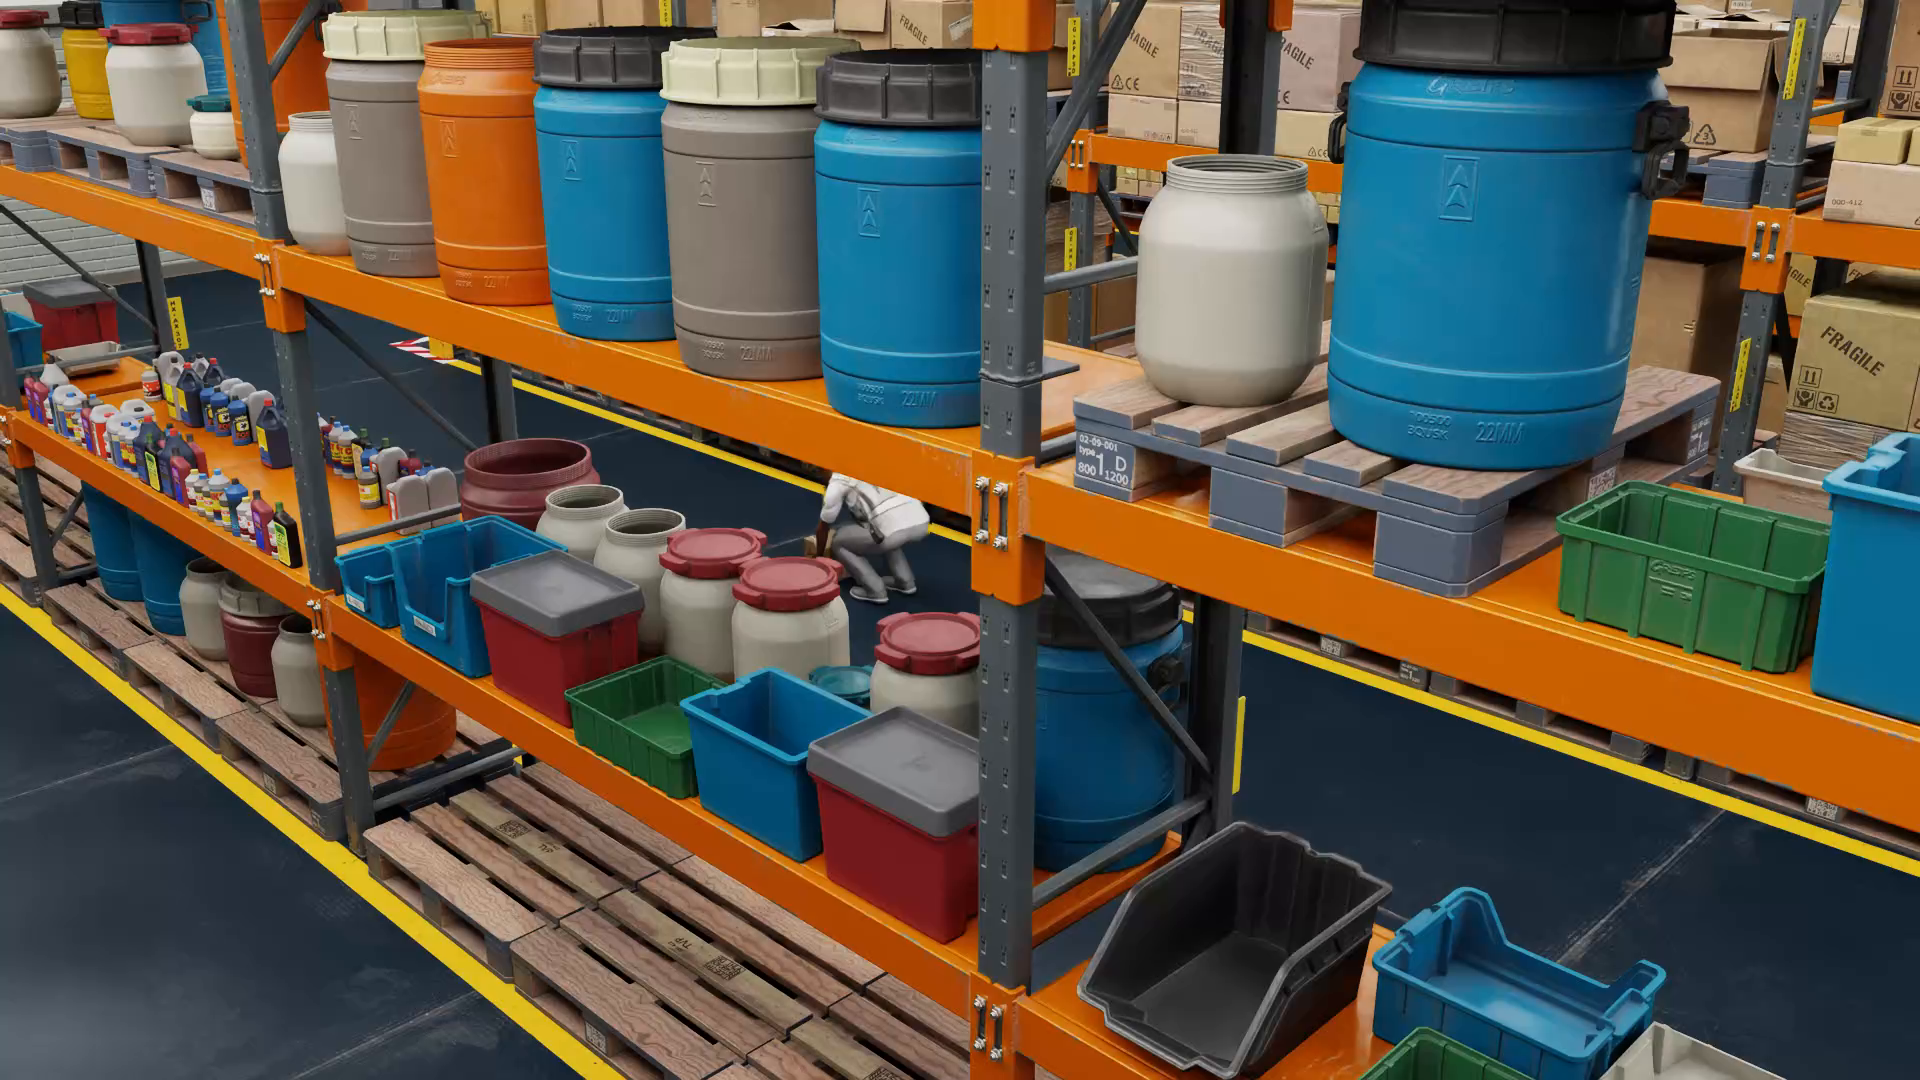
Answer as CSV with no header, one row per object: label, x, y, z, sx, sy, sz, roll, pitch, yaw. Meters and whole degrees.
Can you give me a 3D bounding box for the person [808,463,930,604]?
person,-0.592,-0.116,10.433,0.863,0.930,0.480,19,28,41
